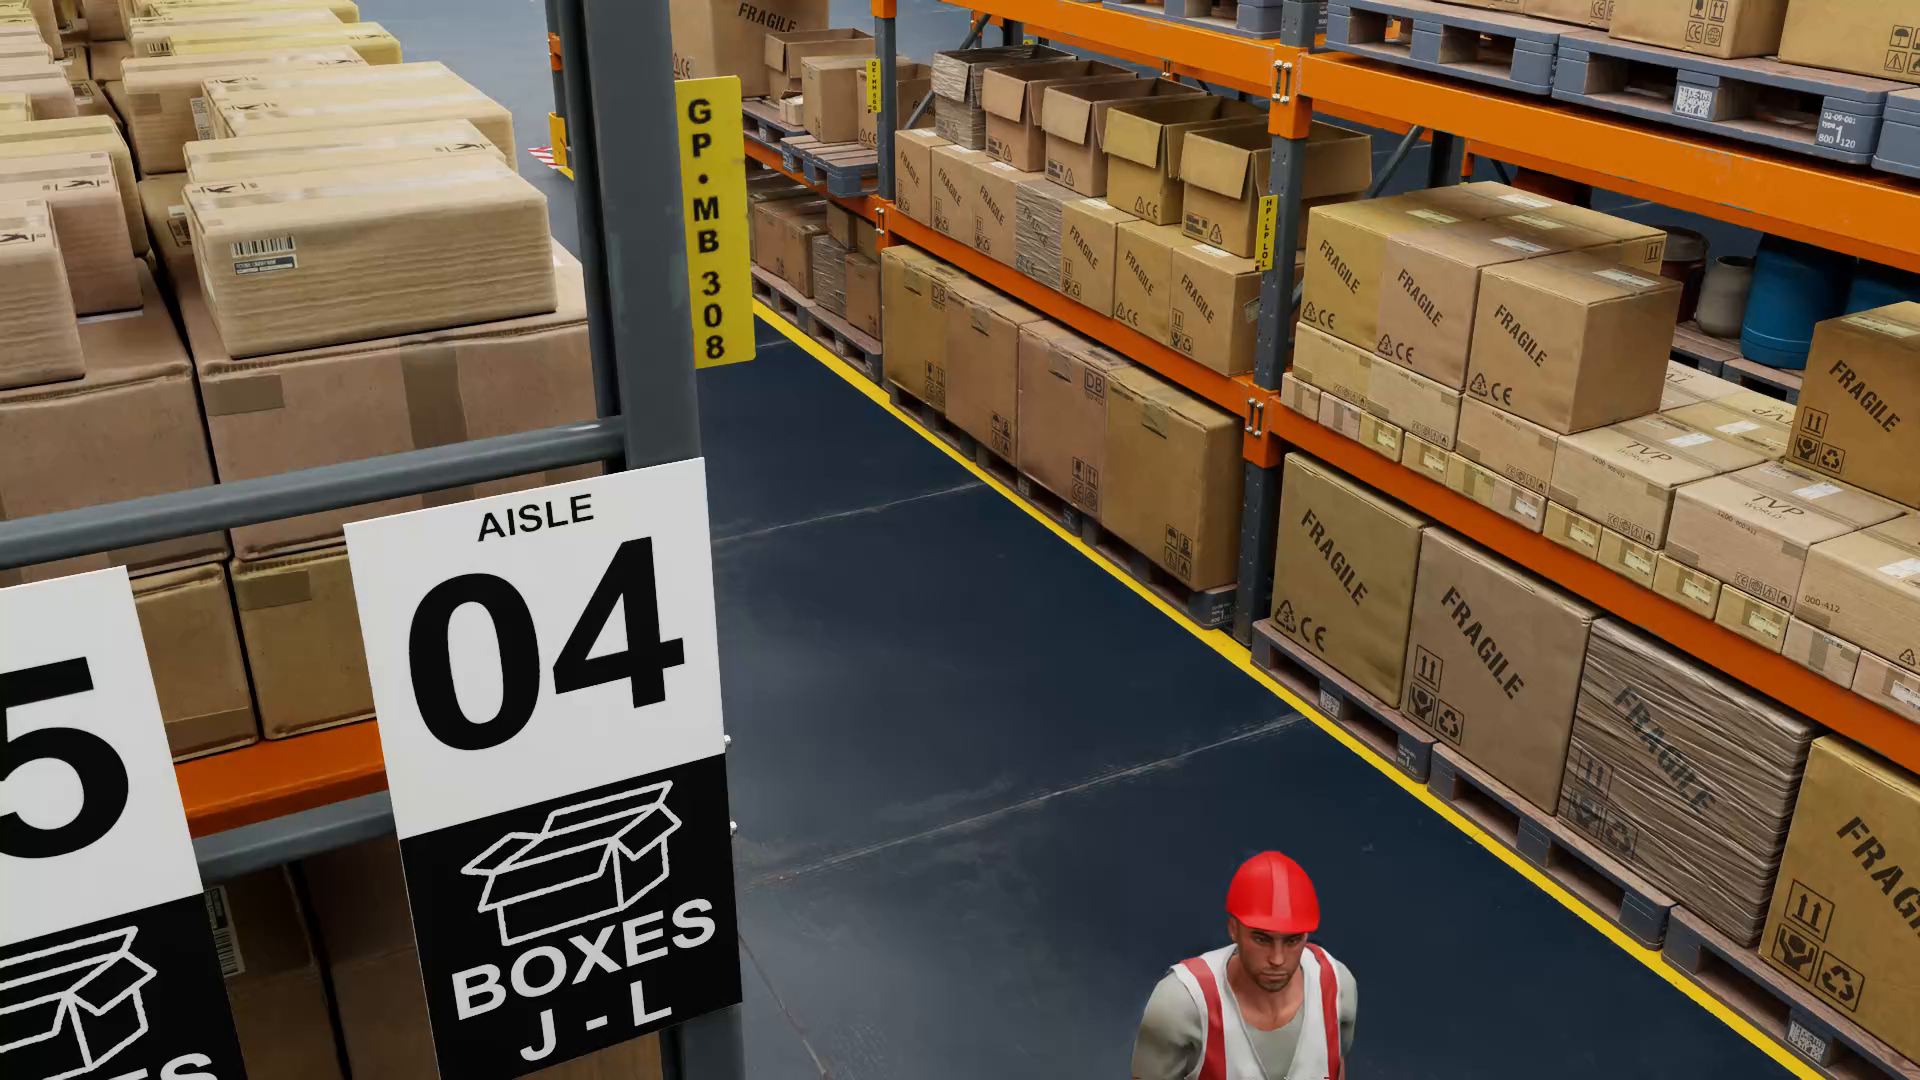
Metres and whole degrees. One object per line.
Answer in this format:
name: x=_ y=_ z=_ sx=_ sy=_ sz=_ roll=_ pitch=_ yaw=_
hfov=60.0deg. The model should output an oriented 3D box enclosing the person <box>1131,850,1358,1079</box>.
person: x=0.655 y=1.518 z=3.865 sx=0.605 sy=1.737 sz=1.050 roll=-2 pitch=25 yaw=-3
